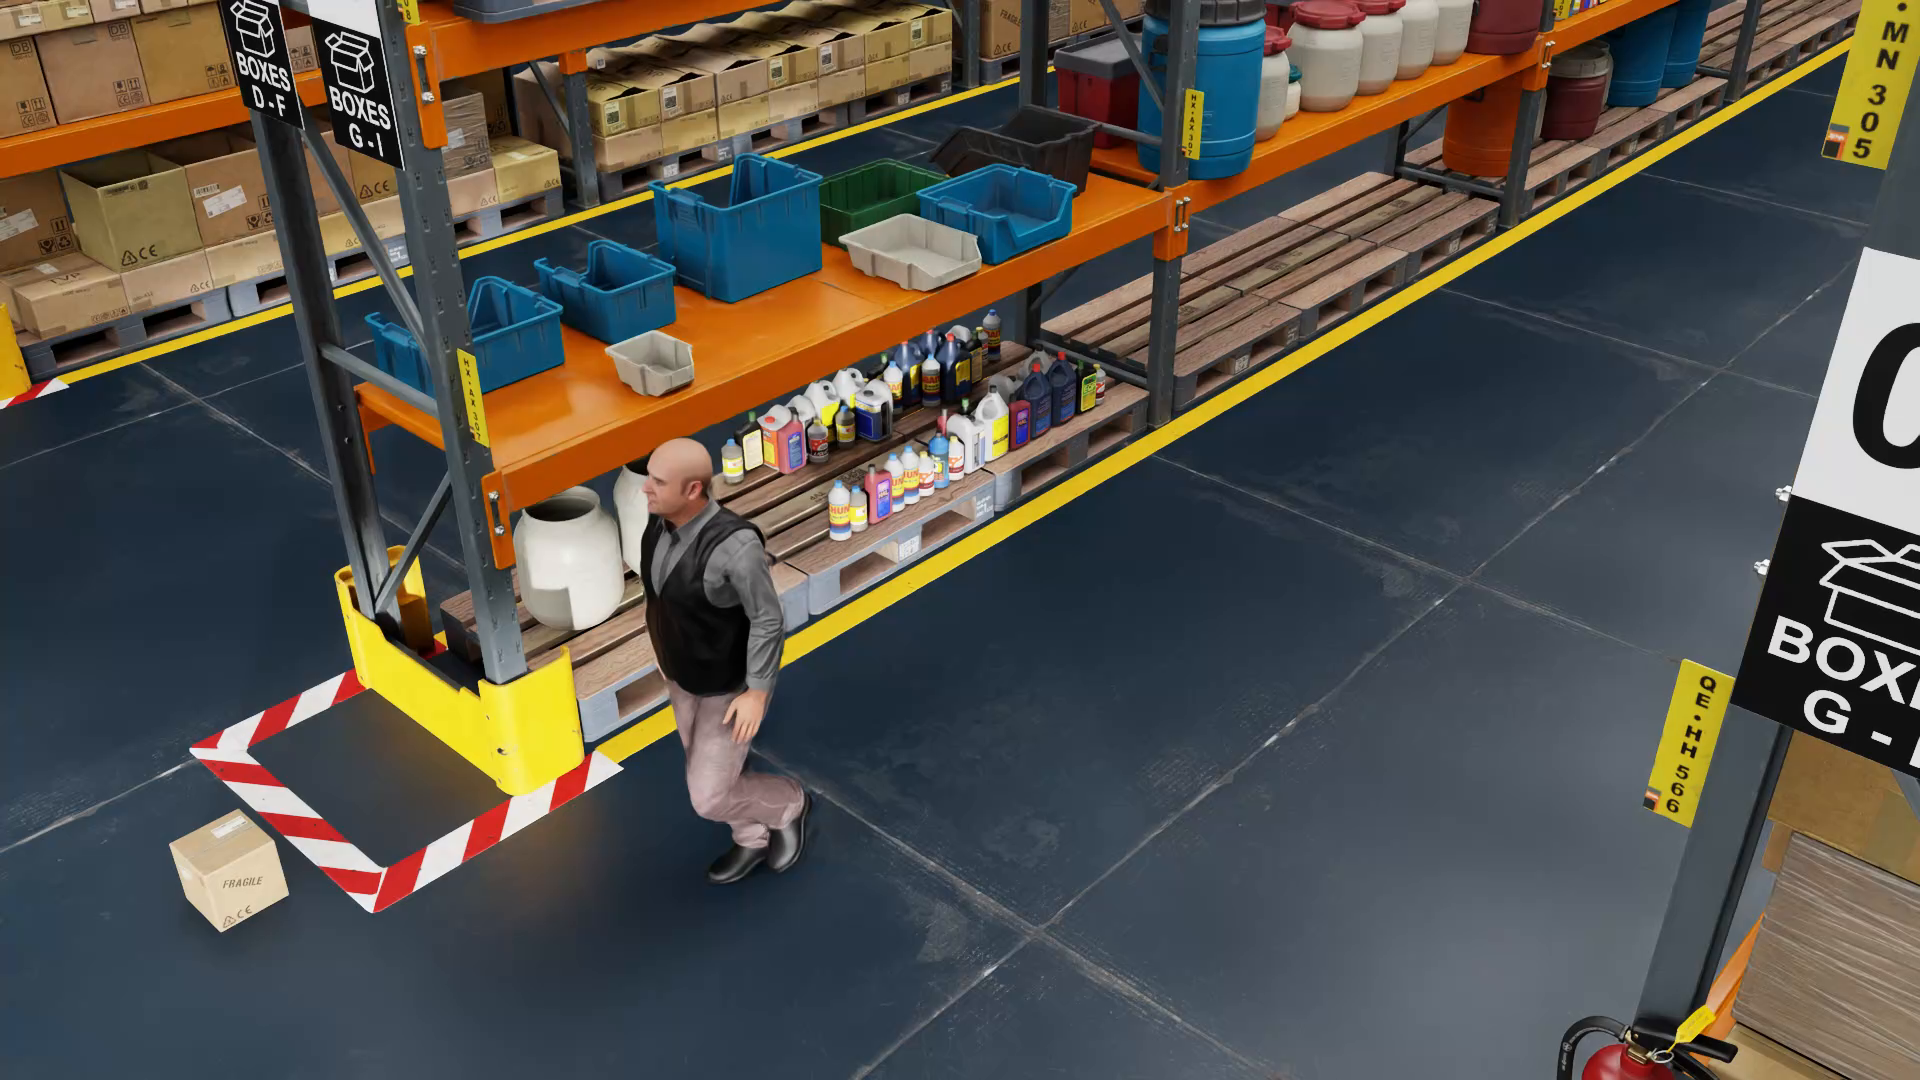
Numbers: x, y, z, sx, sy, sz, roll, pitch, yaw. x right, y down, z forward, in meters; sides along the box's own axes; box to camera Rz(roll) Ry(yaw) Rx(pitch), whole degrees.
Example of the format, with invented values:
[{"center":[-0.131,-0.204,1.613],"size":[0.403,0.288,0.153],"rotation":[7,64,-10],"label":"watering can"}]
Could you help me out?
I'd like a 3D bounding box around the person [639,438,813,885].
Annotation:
[{"center":[-0.785,0.417,5.460],"size":[0.494,1.712,0.604],"rotation":[-26,40,-36],"label":"person"}]
